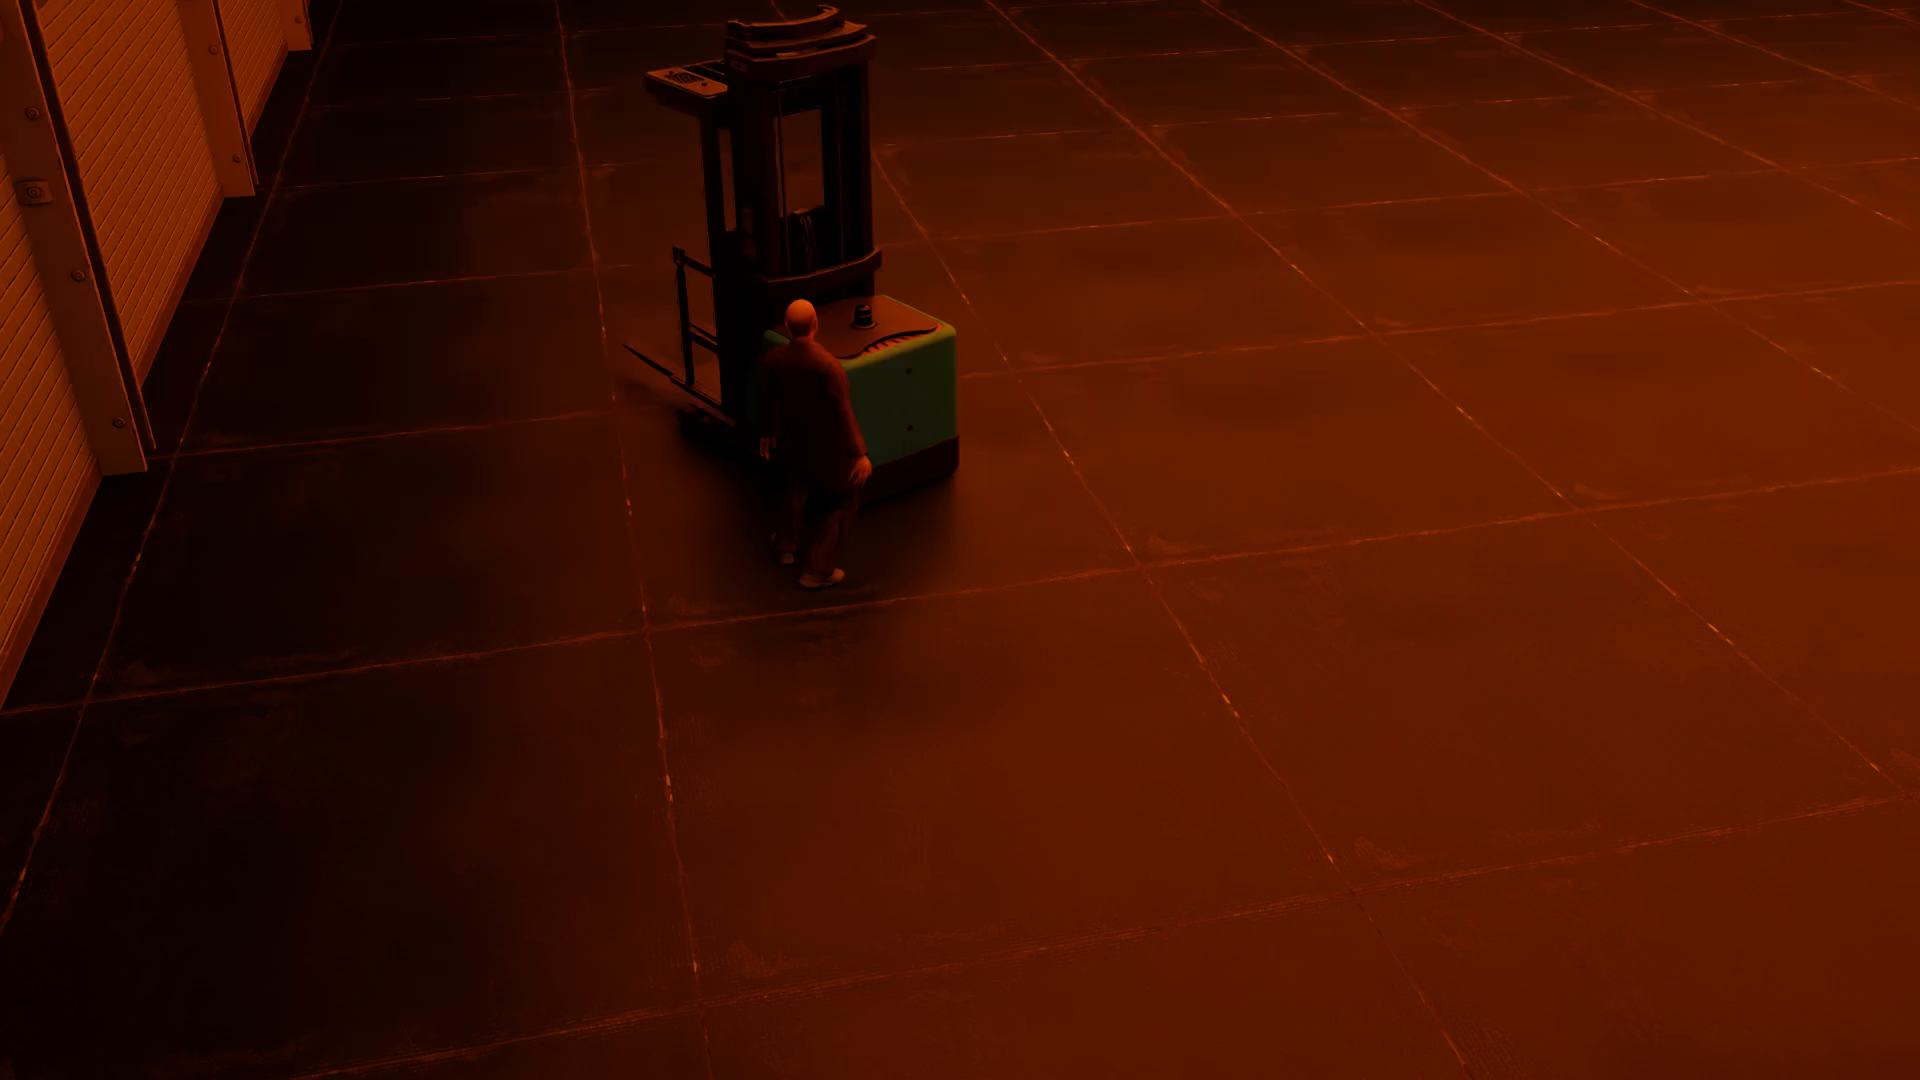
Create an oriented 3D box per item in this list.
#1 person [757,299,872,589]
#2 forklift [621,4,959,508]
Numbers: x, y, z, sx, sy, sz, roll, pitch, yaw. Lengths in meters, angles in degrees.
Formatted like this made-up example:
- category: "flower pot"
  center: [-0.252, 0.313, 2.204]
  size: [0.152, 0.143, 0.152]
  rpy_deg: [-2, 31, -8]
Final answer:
- category: "person"
  center: [-0.868, -0.544, 9.788]
  size: [0.935, 1.739, 0.584]
  rpy_deg: [23, 37, 34]
- category: "forklift"
  center: [-1.344, -2.118, 11.233]
  size: [1.130, 2.935, 3.031]
  rpy_deg: [-23, 37, -34]
